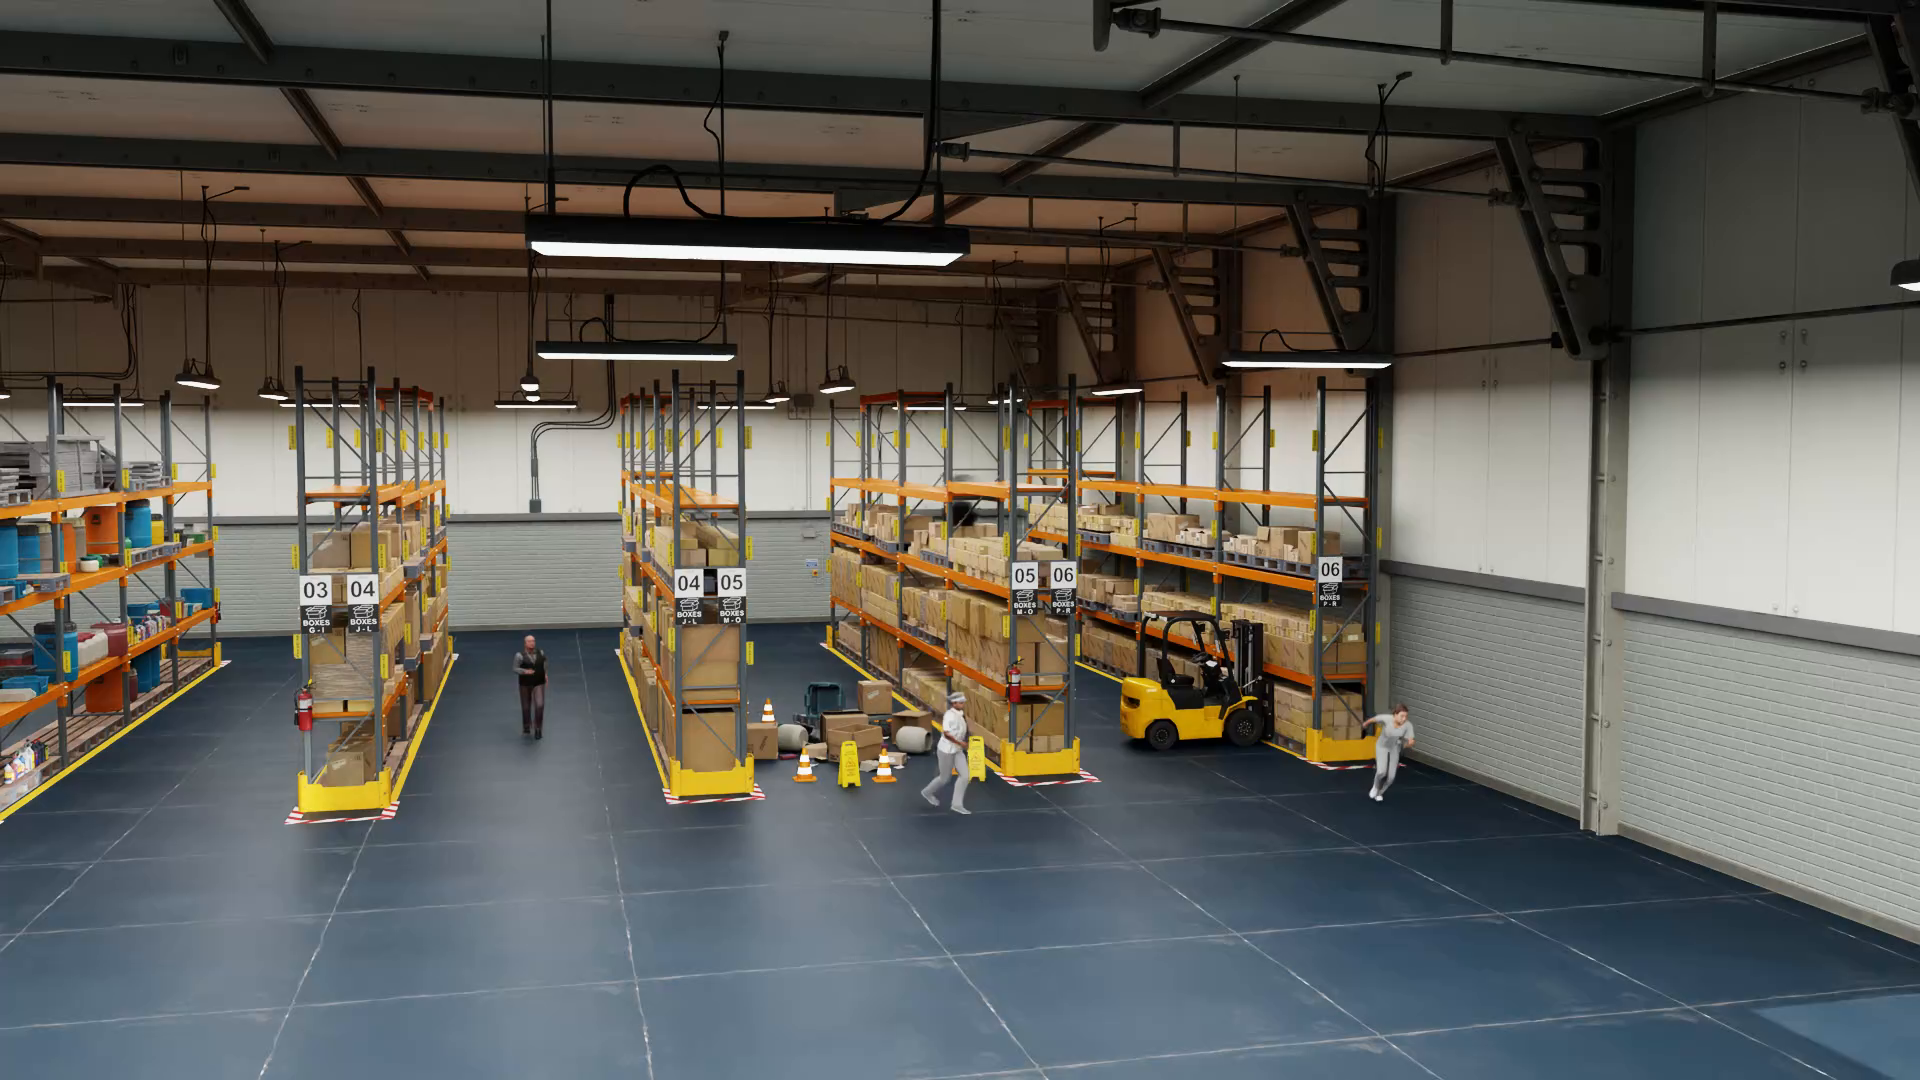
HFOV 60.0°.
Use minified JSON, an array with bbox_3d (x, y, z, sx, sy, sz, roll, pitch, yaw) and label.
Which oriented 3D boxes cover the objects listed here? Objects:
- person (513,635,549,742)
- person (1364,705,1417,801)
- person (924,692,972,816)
[{"bbox_3d":[-7.183,2.467,27.874,0.602,1.756,0.853,-1,4,-20],"label":"person"},{"bbox_3d":[5.904,2.923,22.720,0.577,1.420,0.969,0,3,0],"label":"person"},{"bbox_3d":[-0.173,2.852,22.342,0.749,1.666,0.555,2,4,32],"label":"person"}]
